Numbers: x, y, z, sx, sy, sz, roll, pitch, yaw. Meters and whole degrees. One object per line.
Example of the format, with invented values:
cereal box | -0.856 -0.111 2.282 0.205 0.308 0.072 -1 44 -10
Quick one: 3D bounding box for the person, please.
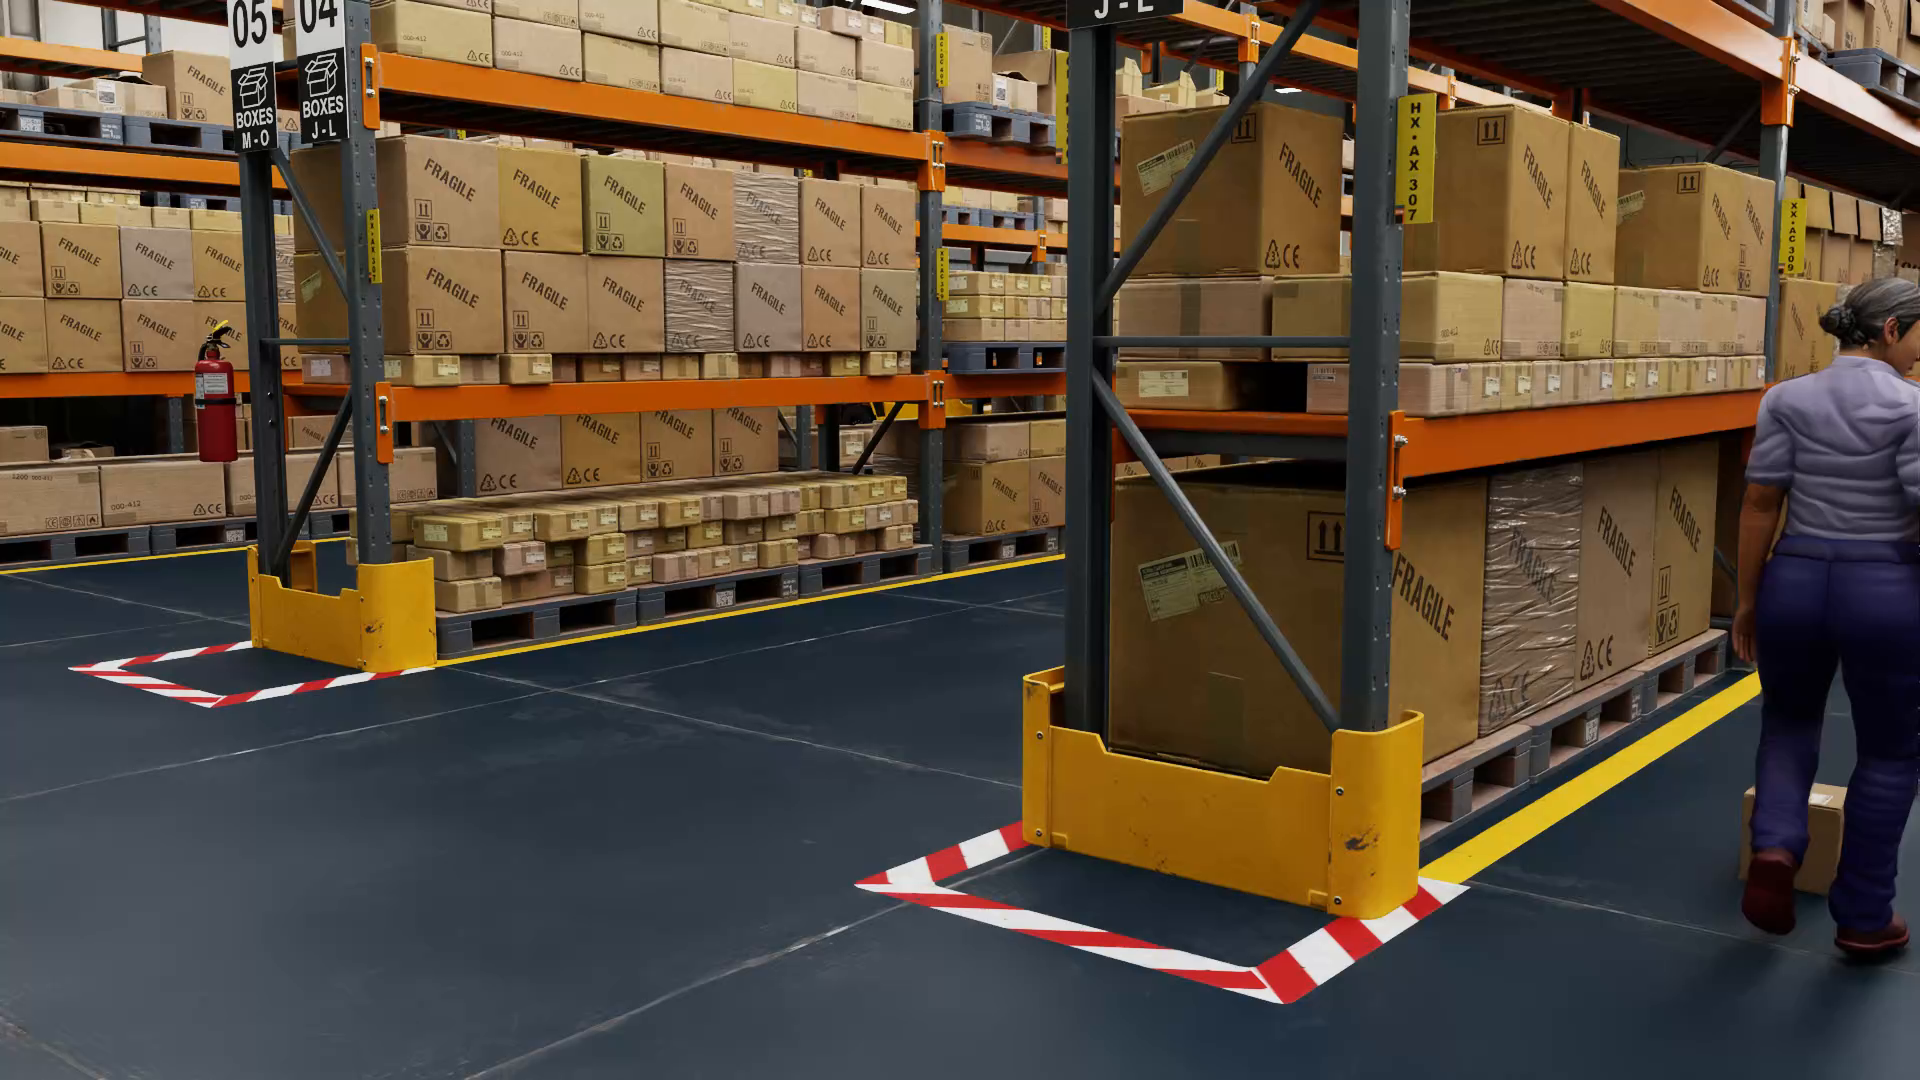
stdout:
person | 2.195 0.193 4.082 0.426 1.655 0.514 -6 9 -41
